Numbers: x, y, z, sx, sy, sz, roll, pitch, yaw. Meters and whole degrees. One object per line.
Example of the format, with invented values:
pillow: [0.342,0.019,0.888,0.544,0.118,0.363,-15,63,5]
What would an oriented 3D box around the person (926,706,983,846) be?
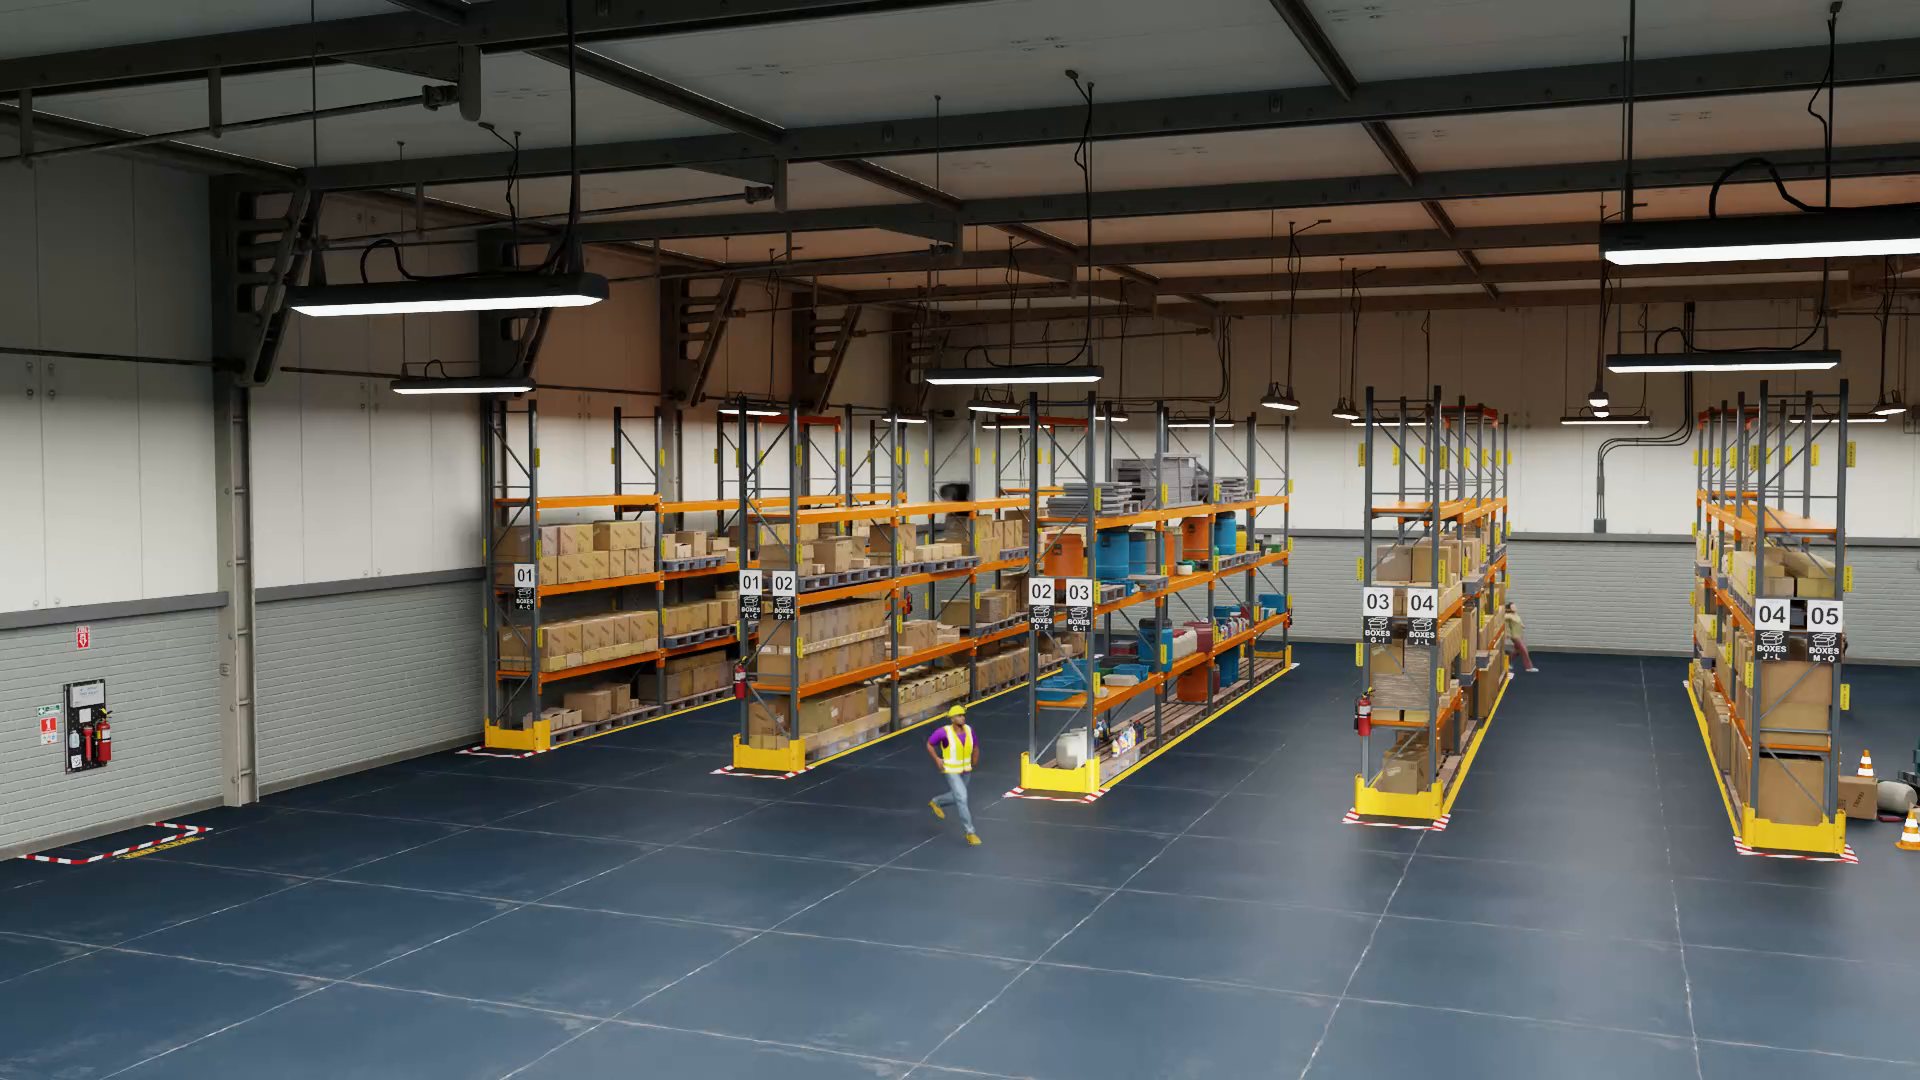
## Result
person: [-0.043,3.056,21.918,0.666,1.775,1.141,-2,4,-41]

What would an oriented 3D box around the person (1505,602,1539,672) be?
person: [12.996,2.257,38.718,0.931,1.608,0.624,2,4,41]

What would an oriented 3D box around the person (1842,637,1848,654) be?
person: [17.576,2.440,33.777,0.714,1.754,1.029,0,3,9]
